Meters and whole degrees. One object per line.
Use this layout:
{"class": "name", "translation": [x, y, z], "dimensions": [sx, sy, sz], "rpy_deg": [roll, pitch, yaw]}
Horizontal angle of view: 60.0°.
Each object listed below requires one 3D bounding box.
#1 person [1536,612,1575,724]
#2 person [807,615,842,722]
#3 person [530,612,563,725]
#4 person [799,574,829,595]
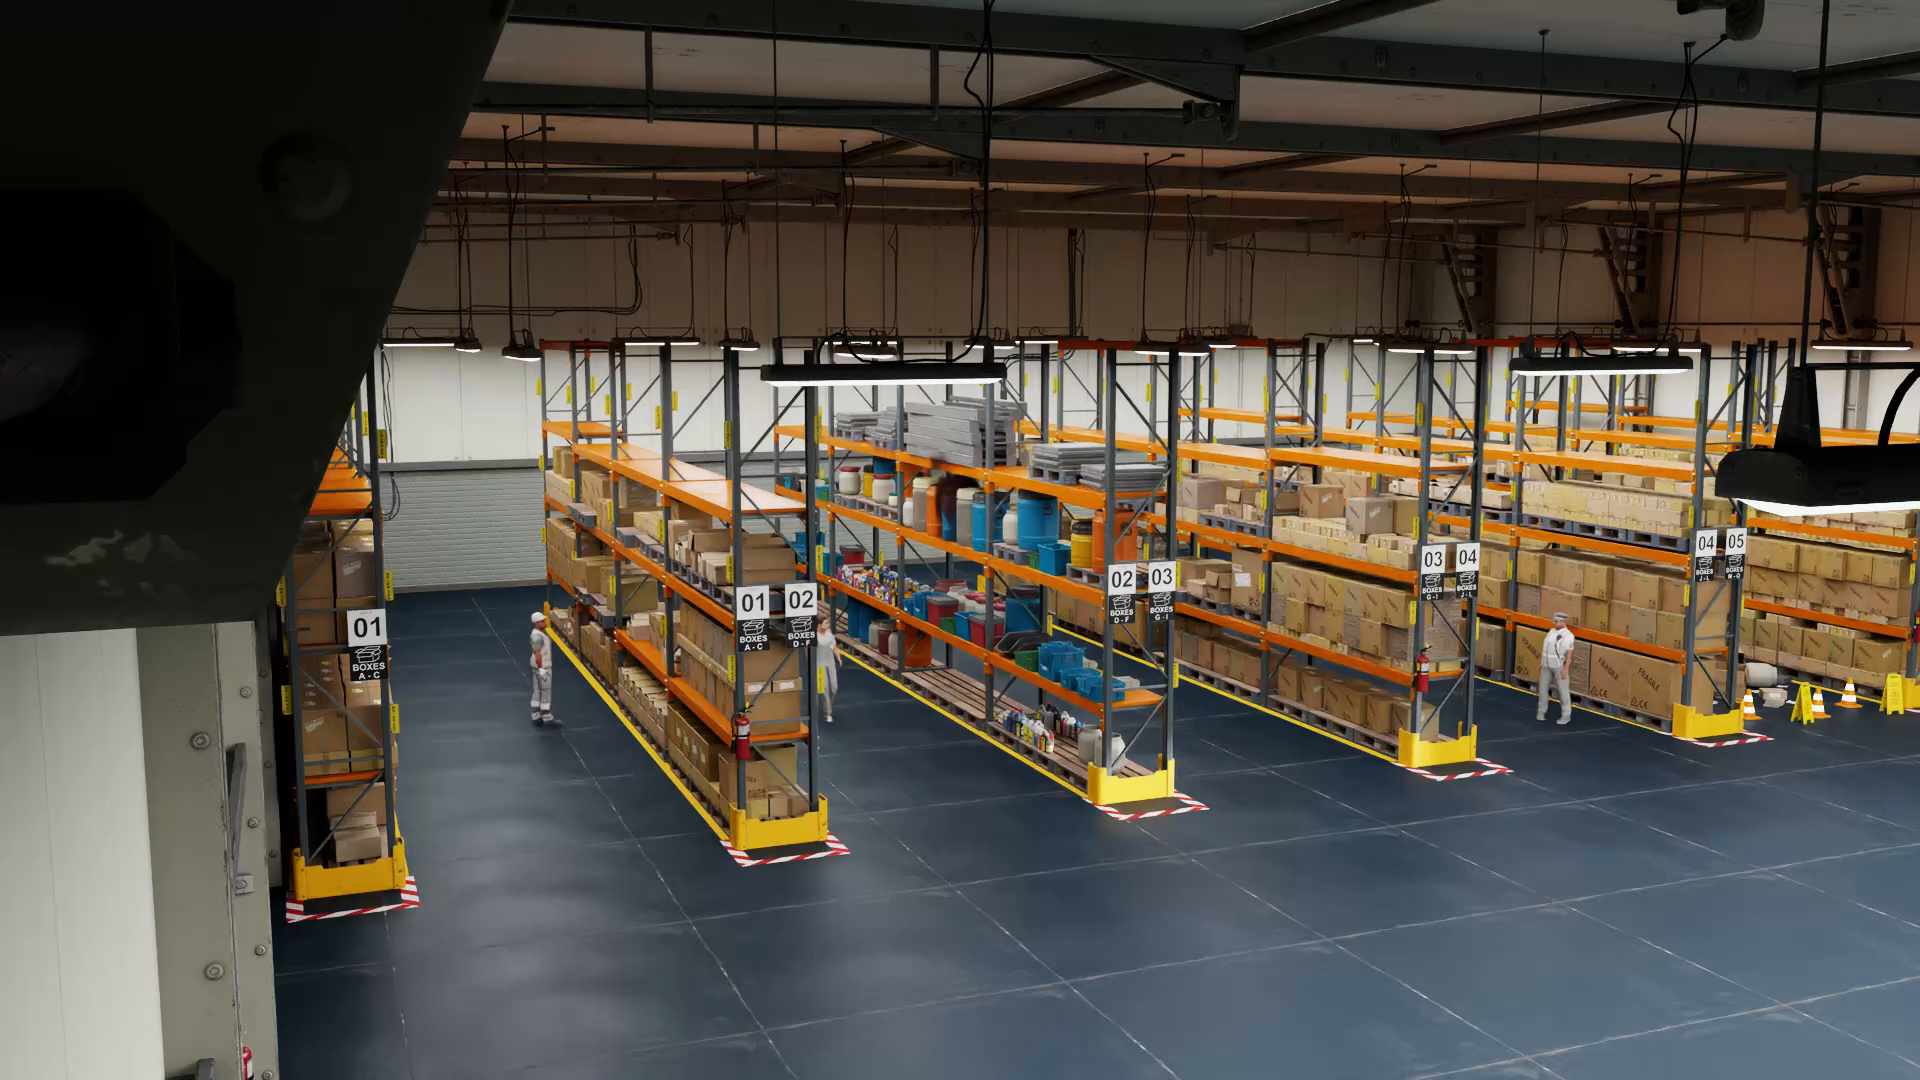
{"class": "person", "translation": [9.495, 2.017, 26.544], "dimensions": [0.461, 1.752, 0.591], "rpy_deg": [-6, 9, -38]}
{"class": "person", "translation": [-2.135, 2.080, 26.755], "dimensions": [0.507, 1.697, 0.701], "rpy_deg": [-4, 9, -30]}
{"class": "person", "translation": [-6.587, 2.026, 26.347], "dimensions": [0.461, 1.799, 0.579], "rpy_deg": [-4, 8, -29]}
{"class": "person", "translation": [-3.368, 0.480, 38.811], "dimensions": [0.976, 1.599, 0.522], "rpy_deg": [7, 10, 42]}
